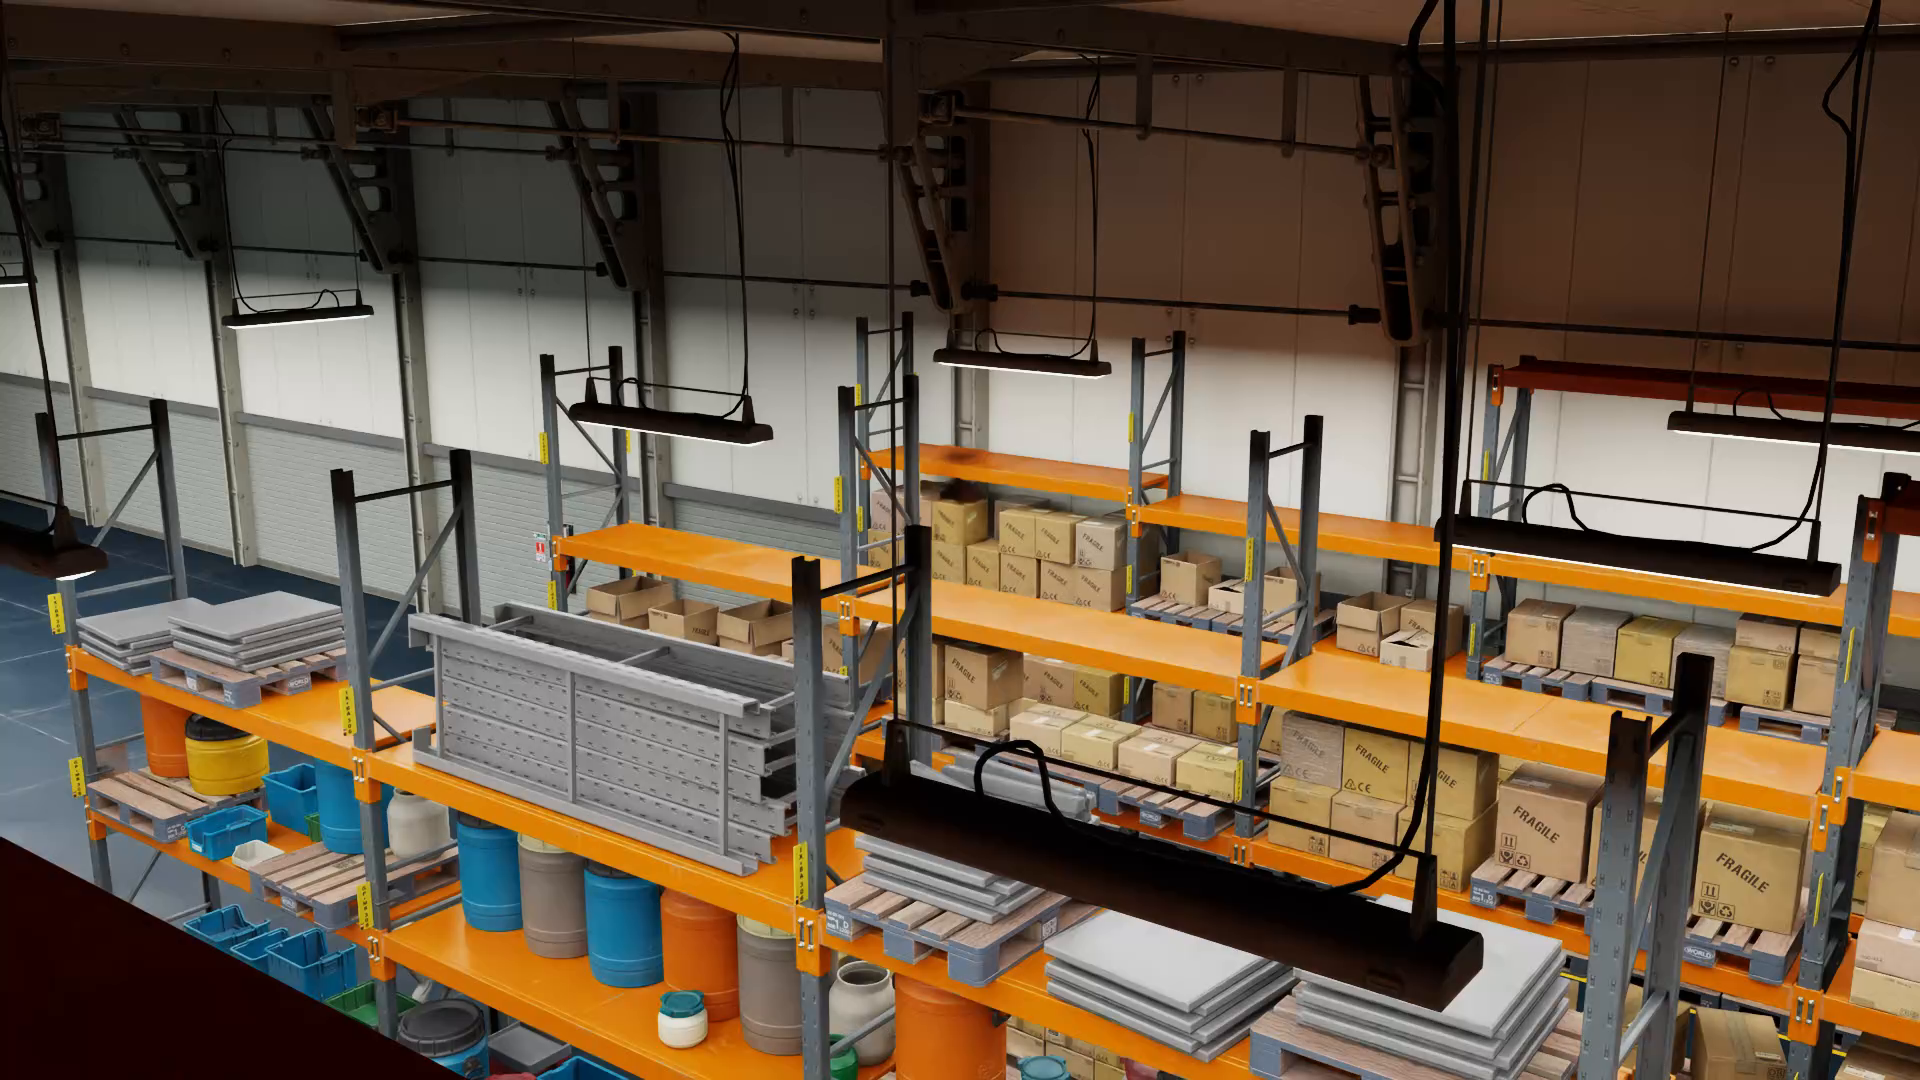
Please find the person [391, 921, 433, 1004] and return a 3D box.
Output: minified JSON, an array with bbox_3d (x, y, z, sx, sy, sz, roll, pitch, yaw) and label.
[{"bbox_3d":[-5.185,3.777,15.250,0.617,1.704,0.400,3,13,14],"label":"person"}]
